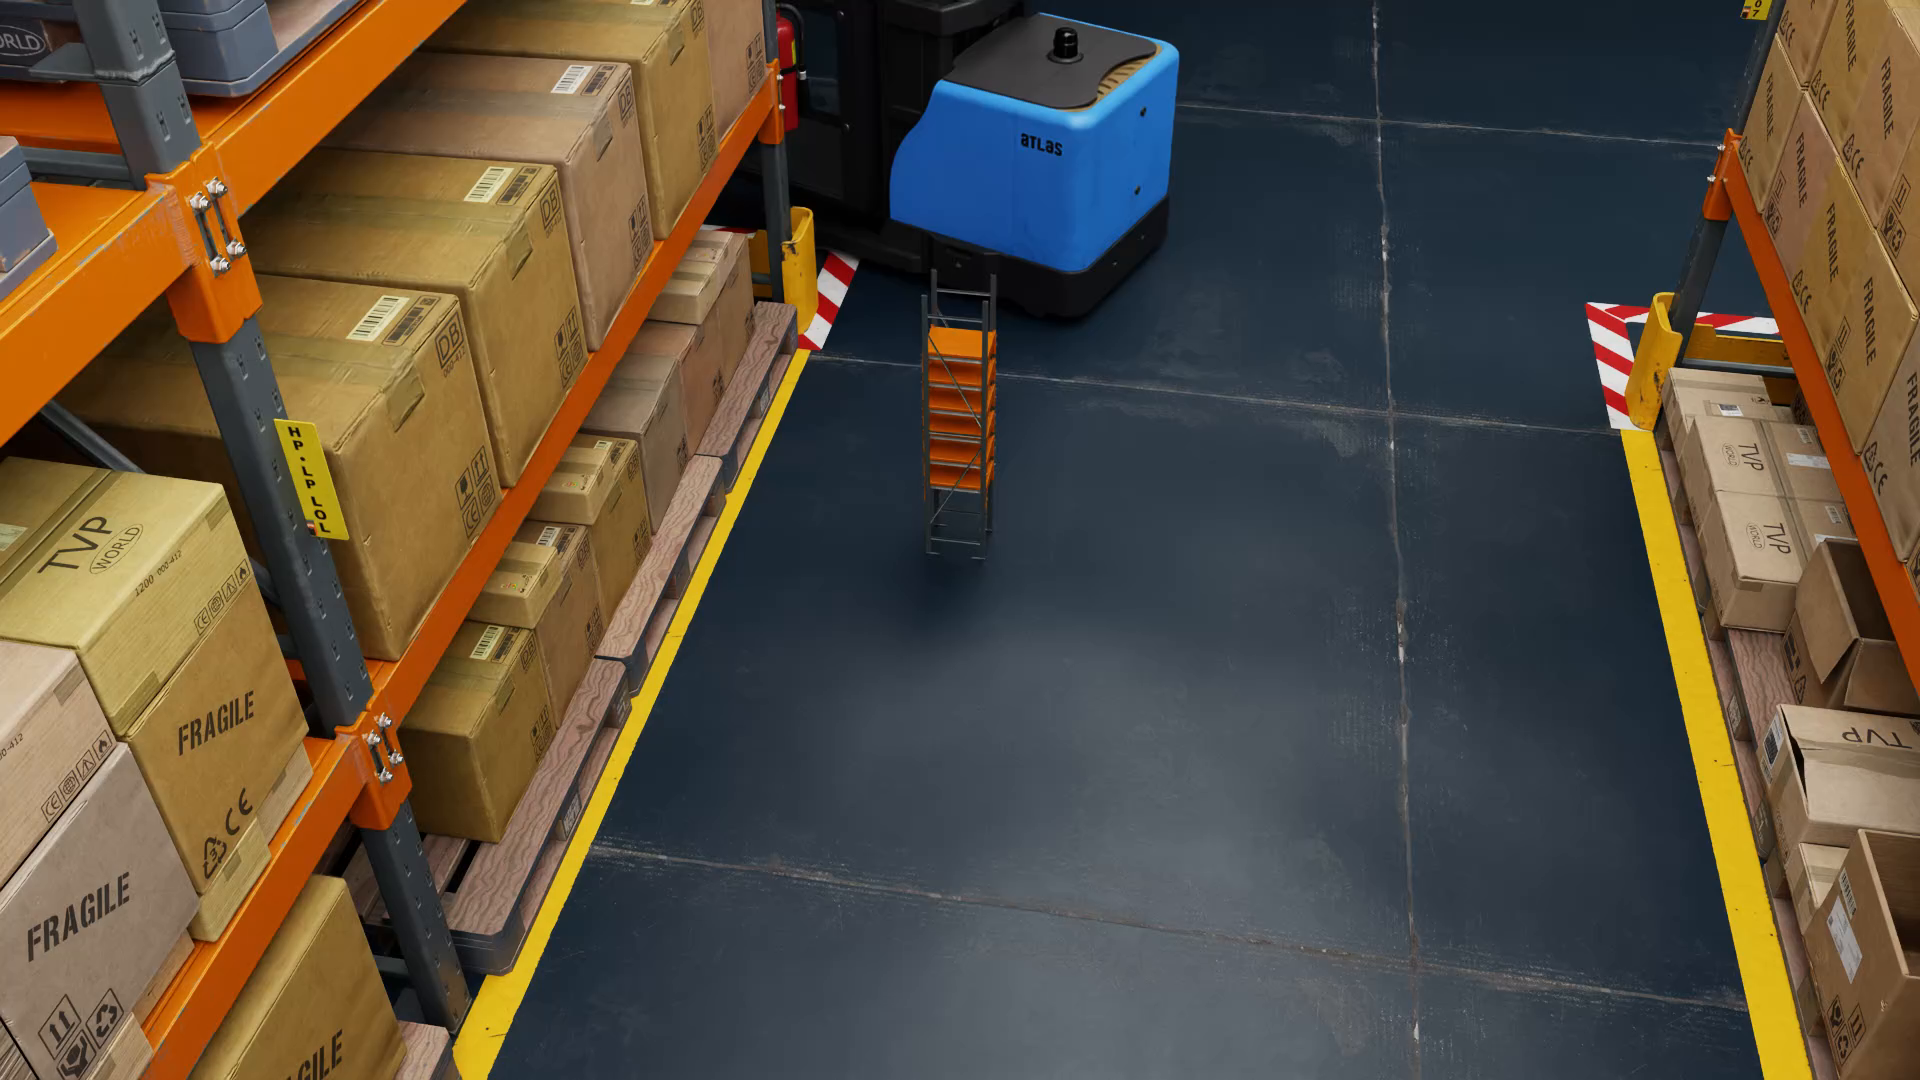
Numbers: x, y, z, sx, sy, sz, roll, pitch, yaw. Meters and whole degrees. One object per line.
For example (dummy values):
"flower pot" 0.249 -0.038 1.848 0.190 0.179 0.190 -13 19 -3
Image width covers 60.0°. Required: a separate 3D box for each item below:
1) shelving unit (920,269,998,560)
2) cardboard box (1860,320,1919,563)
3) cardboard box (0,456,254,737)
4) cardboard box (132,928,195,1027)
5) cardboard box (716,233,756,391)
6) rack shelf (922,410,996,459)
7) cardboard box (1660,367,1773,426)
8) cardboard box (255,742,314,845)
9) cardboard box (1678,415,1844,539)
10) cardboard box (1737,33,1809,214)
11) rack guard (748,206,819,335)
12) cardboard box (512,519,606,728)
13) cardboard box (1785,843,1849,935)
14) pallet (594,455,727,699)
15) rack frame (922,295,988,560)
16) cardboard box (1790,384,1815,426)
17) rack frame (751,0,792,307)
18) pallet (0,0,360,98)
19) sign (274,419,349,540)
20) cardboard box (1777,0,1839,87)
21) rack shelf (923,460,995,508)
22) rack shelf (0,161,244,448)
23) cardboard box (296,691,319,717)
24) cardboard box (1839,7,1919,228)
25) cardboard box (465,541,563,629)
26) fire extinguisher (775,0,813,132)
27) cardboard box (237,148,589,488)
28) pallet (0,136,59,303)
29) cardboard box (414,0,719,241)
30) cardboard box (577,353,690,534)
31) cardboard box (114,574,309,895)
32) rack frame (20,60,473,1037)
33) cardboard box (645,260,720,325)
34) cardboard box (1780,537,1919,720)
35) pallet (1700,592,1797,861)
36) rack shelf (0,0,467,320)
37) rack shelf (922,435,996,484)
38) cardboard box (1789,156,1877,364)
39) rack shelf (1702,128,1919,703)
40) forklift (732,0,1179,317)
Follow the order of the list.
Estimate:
"shelving unit" -0.002 -0.453 6.357 0.258 1.200 0.189 6 40 8
"cardboard box" 2.905 -0.253 4.623 0.500 0.500 0.500 7 40 9
"cardboard box" -1.812 0.102 3.357 0.500 0.250 0.500 7 40 9
"cardboard box" -1.873 0.881 3.511 0.380 0.149 0.250 8 40 9
"cardboard box" -1.314 -1.028 7.272 0.700 0.500 0.500 6 40 8
"rack shelf" -0.002 -0.419 6.385 0.258 0.103 0.180 6 40 8
"cardboard box" 3.178 -0.582 6.992 0.380 0.149 0.250 6 40 8
"cardboard box" -1.763 0.563 3.897 0.380 0.149 0.250 7 40 8
"cardboard box" 3.129 -0.222 6.477 0.500 0.250 0.500 6 40 8
"cardboard box" 3.252 -1.525 6.162 0.500 0.500 0.500 7 40 9
"rack guard" -1.287 -1.332 7.968 1.175 0.500 0.348 6 40 8
"cardboard box" -1.663 0.259 5.715 0.700 0.500 0.500 6 40 7
"cardboard box" 2.721 1.073 4.991 0.380 0.149 0.250 6 40 8
"pallet" -1.566 0.069 6.501 1.003 0.211 1.213 6 40 8
"rack frame" -0.018 -0.396 6.287 0.240 1.200 0.006 6 40 8
"cardboard box" 3.737 -0.574 6.707 0.500 0.500 0.500 6 40 8
"rack frame" -1.291 -2.280 7.154 1.000 3.000 0.127 6 40 8
"pallet" -1.831 -1.404 3.809 1.003 0.211 1.213 6 40 8
"sign" -1.447 -0.132 3.709 0.100 0.325 0.005 6 40 8
"cardboard box" 3.252 -1.911 5.844 0.500 0.500 0.500 8 40 9
"rack shelf" -0.002 -0.234 6.538 0.258 0.103 0.180 6 40 8
"rack shelf" -2.329 0.607 1.873 1.077 0.370 4.000 6 40 8
"cardboard box" -1.974 0.393 5.044 0.380 0.149 0.250 6 40 7
"cardboard box" 3.078 -1.268 5.067 0.500 0.500 0.500 7 40 8
"cardboard box" -1.514 0.129 5.363 0.380 0.149 0.250 8 40 9
"fire extinguisher" -0.810 -2.150 7.350 0.296 0.674 0.183 6 40 8
"cardboard box" -1.742 -0.681 4.985 0.980 0.700 0.700 5 40 7
"pallet" -2.093 -0.271 2.520 0.805 0.209 1.217 5 40 6
"cardboard box" -1.484 -1.617 6.116 0.980 0.700 0.700 6 40 7
"cardboard box" -1.487 -0.398 6.510 0.700 0.500 0.500 5 40 6
"cardboard box" -1.815 0.387 3.600 0.500 0.500 0.500 6 40 7
"rack frame" -1.983 0.230 4.117 1.000 3.000 0.127 6 40 8
"cardboard box" -1.200 -1.017 6.749 0.380 0.149 0.250 7 40 9
"cardboard box" 3.216 0.387 5.542 0.797 0.503 0.637 6 40 8
"pallet" 3.225 0.650 5.798 1.003 0.211 1.213 6 40 8
"rack shelf" -1.637 -1.904 4.909 1.077 0.370 4.000 6 40 8
"rack shelf" -0.002 -0.327 6.461 0.258 0.103 0.180 6 40 8
"cardboard box" 3.078 -0.886 5.389 0.500 0.500 0.500 6 40 8
"rack shelf" 3.242 -0.204 5.207 1.077 0.370 4.000 6 40 8
"forklift" -0.464 -2.897 7.953 3.031 2.935 1.130 21 44 24
